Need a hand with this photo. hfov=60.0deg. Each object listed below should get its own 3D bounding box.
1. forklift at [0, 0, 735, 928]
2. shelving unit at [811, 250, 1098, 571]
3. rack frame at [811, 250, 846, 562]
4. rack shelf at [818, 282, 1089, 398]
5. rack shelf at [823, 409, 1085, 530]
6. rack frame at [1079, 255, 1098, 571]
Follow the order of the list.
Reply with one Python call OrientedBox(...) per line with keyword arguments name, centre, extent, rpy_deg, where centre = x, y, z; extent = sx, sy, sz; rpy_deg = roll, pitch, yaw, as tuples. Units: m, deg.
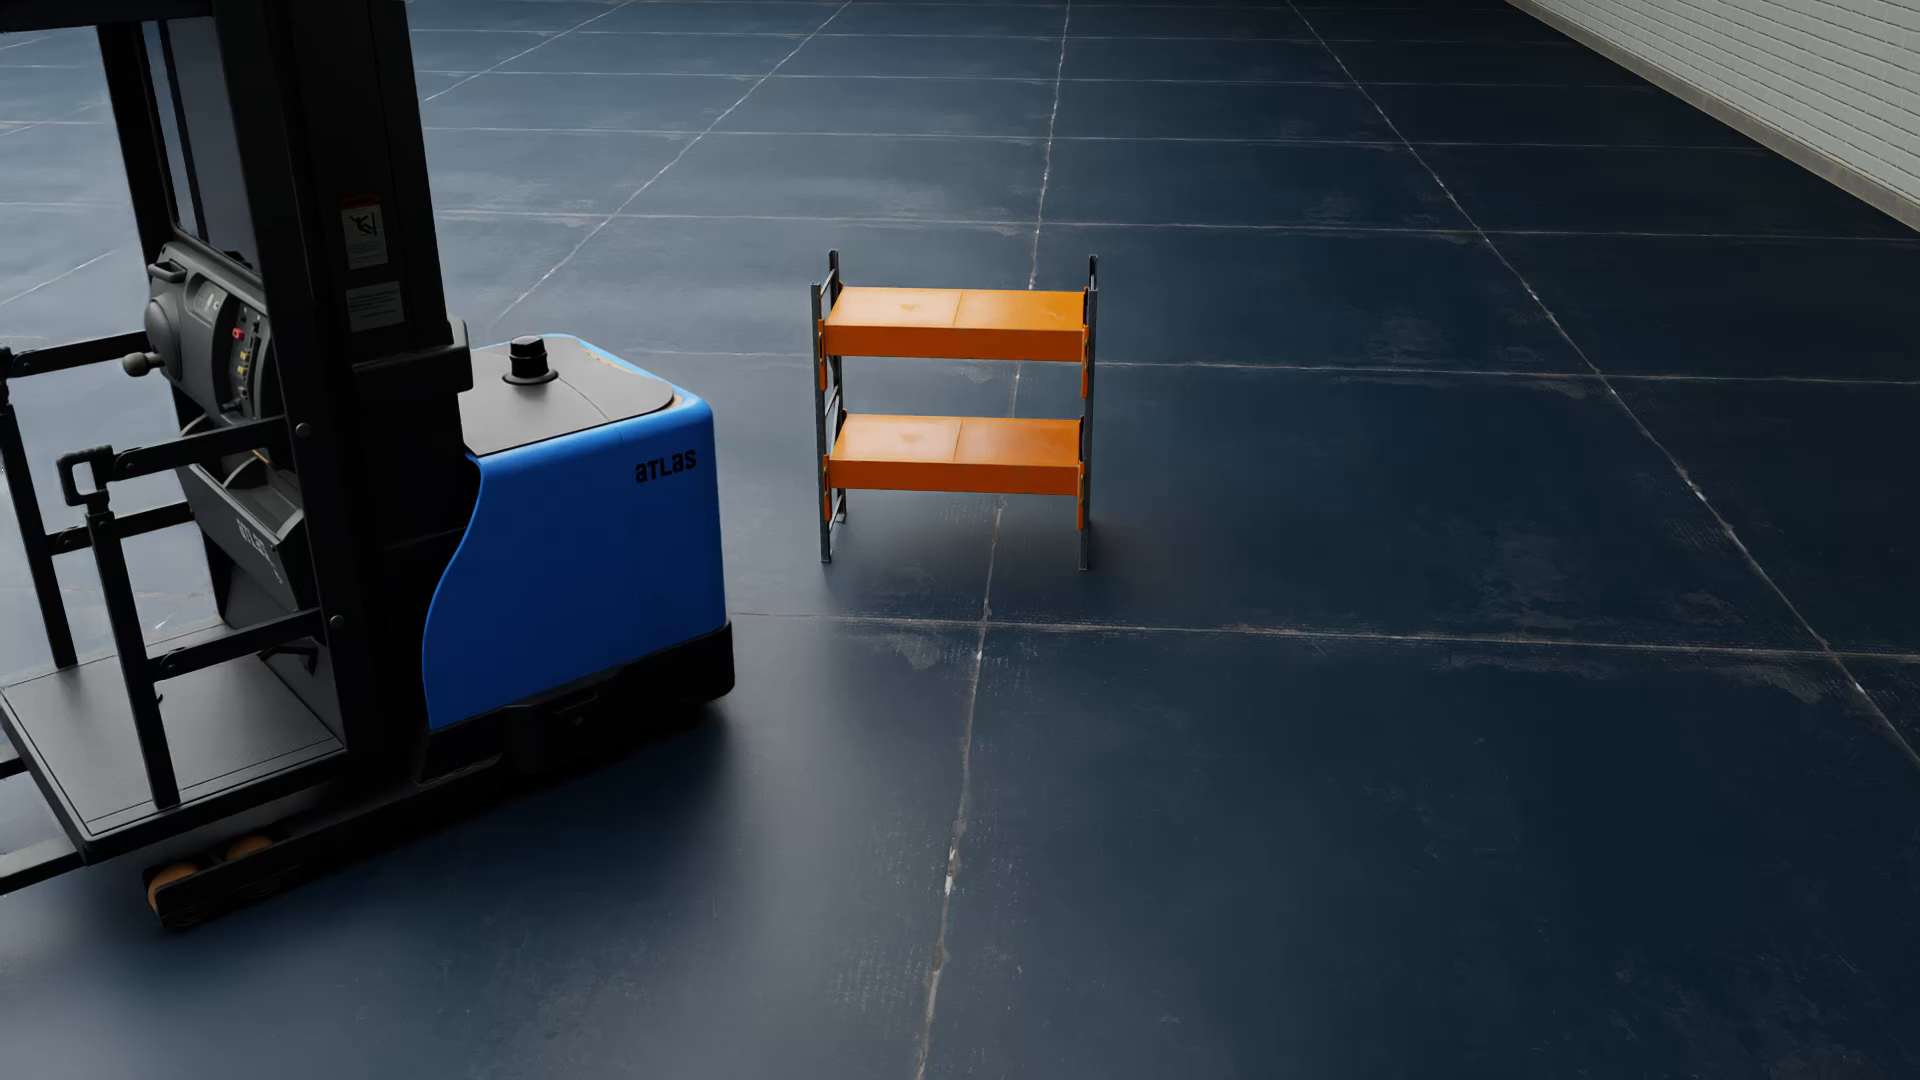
OrientedBox(name="forklift", centre=(-2.202, -0.539, 4.415), extent=(3.031, 2.935, 1.130), rpy_deg=(-19, 31, -36))
OrientedBox(name="shelving unit", centre=(-0.007, -0.511, 6.515), extent=(1.048, 1.125, 0.538), rpy_deg=(2, 25, 4))
OrientedBox(name="rack frame", centre=(-0.514, -0.527, 6.551), extent=(0.032, 1.125, 0.500), rpy_deg=(2, 25, 4))
OrientedBox(name="rack shelf", centre=(-0.007, -0.777, 6.393), extent=(1.000, 0.278, 0.538), rpy_deg=(2, 25, 4))
OrientedBox(name="rack shelf", centre=(-0.007, -0.289, 6.618), extent=(1.000, 0.278, 0.538), rpy_deg=(2, 25, 4))
OrientedBox(name="rack frame", centre=(0.500, -0.495, 6.480), extent=(0.032, 1.125, 0.500), rpy_deg=(2, 25, 4))
